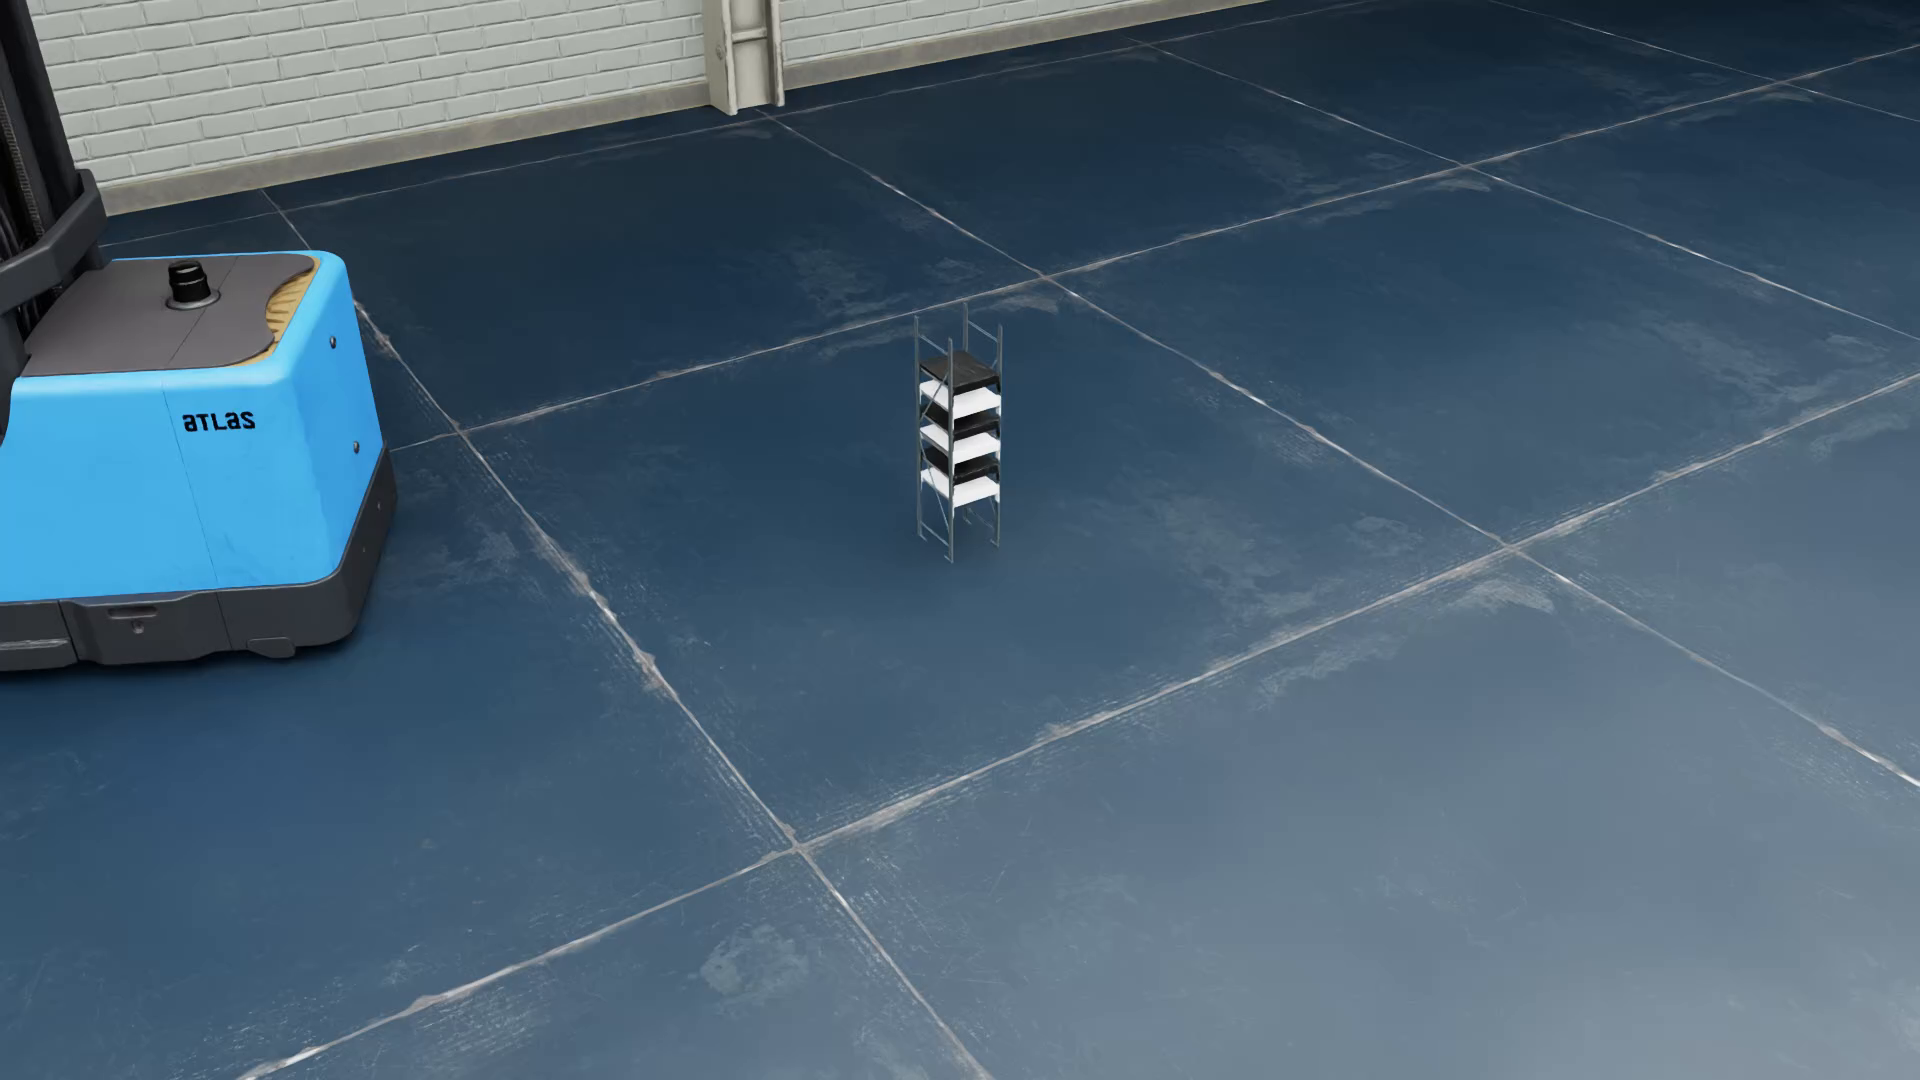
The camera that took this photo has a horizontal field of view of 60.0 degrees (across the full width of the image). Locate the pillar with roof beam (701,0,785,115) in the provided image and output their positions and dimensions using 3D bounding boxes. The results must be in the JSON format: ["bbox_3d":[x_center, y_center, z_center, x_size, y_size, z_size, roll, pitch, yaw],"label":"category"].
[{"bbox_3d":[0.963,-4.681,5.236,0.400,9.000,9.100,-19,37,-27],"label":"pillar with roof beam"}]

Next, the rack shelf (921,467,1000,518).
[{"bbox_3d":[-0.007,-0.198,6.120,0.200,0.077,0.258,-19,37,-27],"label":"rack shelf"}]

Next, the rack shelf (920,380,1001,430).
[{"bbox_3d":[-0.007,-0.502,5.928,0.200,0.077,0.258,-19,37,-27],"label":"rack shelf"}]

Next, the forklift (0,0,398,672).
[{"bbox_3d":[-3.607,-1.019,5.119,3.031,2.935,1.130,-3,32,-6],"label":"forklift"}]

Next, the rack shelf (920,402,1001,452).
[{"bbox_3d":[-0.007,-0.426,5.976,0.200,0.077,0.258,-19,37,-27],"label":"rack shelf"}]

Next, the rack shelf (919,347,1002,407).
[{"bbox_3d":[-0.007,-0.578,5.880,0.200,0.077,0.258,-19,37,-27],"label":"rack shelf"}]

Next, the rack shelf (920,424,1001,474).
[{"bbox_3d":[-0.007,-0.350,6.024,0.200,0.077,0.258,-19,37,-27],"label":"rack shelf"}]

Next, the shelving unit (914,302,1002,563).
[{"bbox_3d":[-0.007,-0.378,6.006,0.210,0.900,0.258,-19,37,-27],"label":"shelving unit"}]

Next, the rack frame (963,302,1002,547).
[{"bbox_3d":[0.079,-0.408,6.053,0.006,0.900,0.240,-19,37,-27],"label":"rack frame"}]

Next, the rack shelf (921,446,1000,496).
[{"bbox_3d":[-0.007,-0.274,6.072,0.200,0.077,0.258,-19,37,-27],"label":"rack shelf"}]

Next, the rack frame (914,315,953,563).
[{"bbox_3d":[-0.092,-0.349,5.960,0.006,0.900,0.240,-19,37,-27],"label":"rack frame"}]
